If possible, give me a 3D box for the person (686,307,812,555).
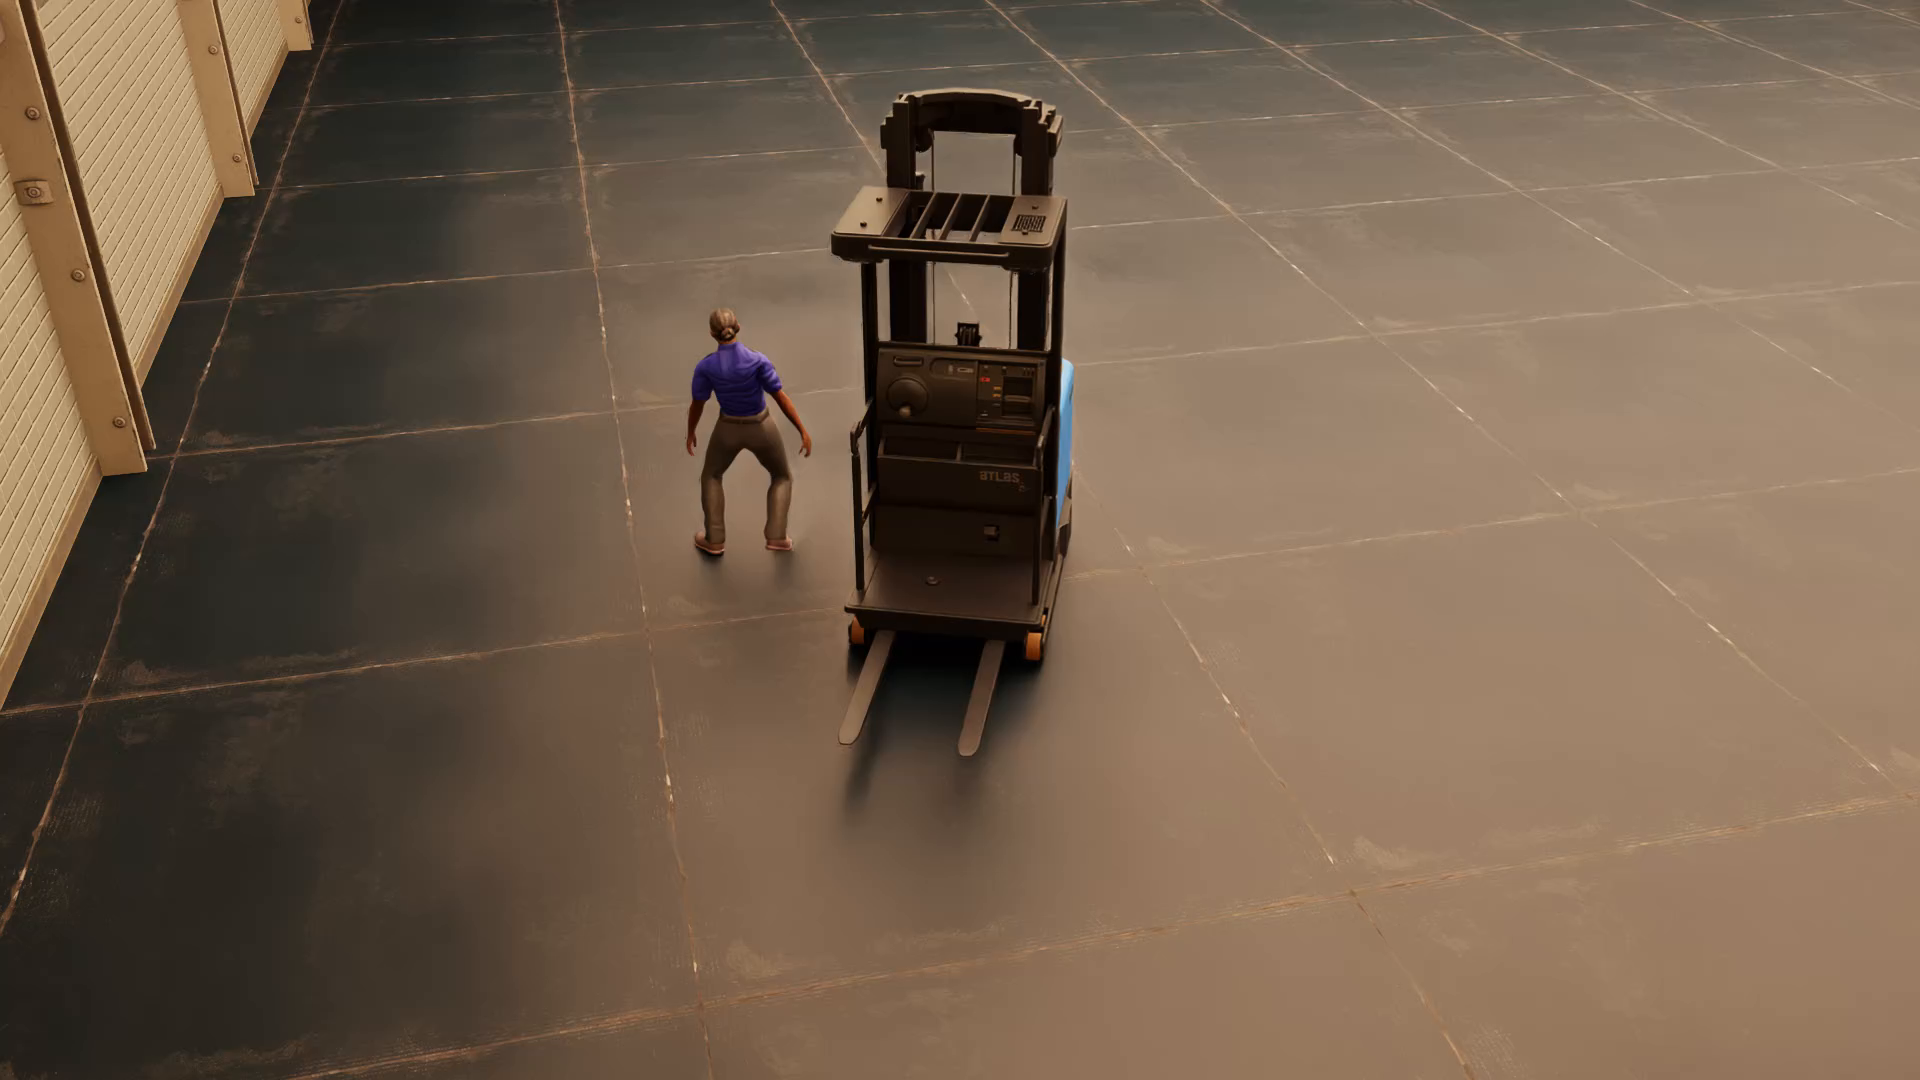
[{"bbox_3d":[-1.283,-0.634,10.035,0.798,1.581,0.468,3,30,5],"label":"person"}]

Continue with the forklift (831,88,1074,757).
[{"bbox_3d":[-0.028,-0.781,8.924,1.130,2.935,3.031,5,30,8],"label":"forklift"}]
